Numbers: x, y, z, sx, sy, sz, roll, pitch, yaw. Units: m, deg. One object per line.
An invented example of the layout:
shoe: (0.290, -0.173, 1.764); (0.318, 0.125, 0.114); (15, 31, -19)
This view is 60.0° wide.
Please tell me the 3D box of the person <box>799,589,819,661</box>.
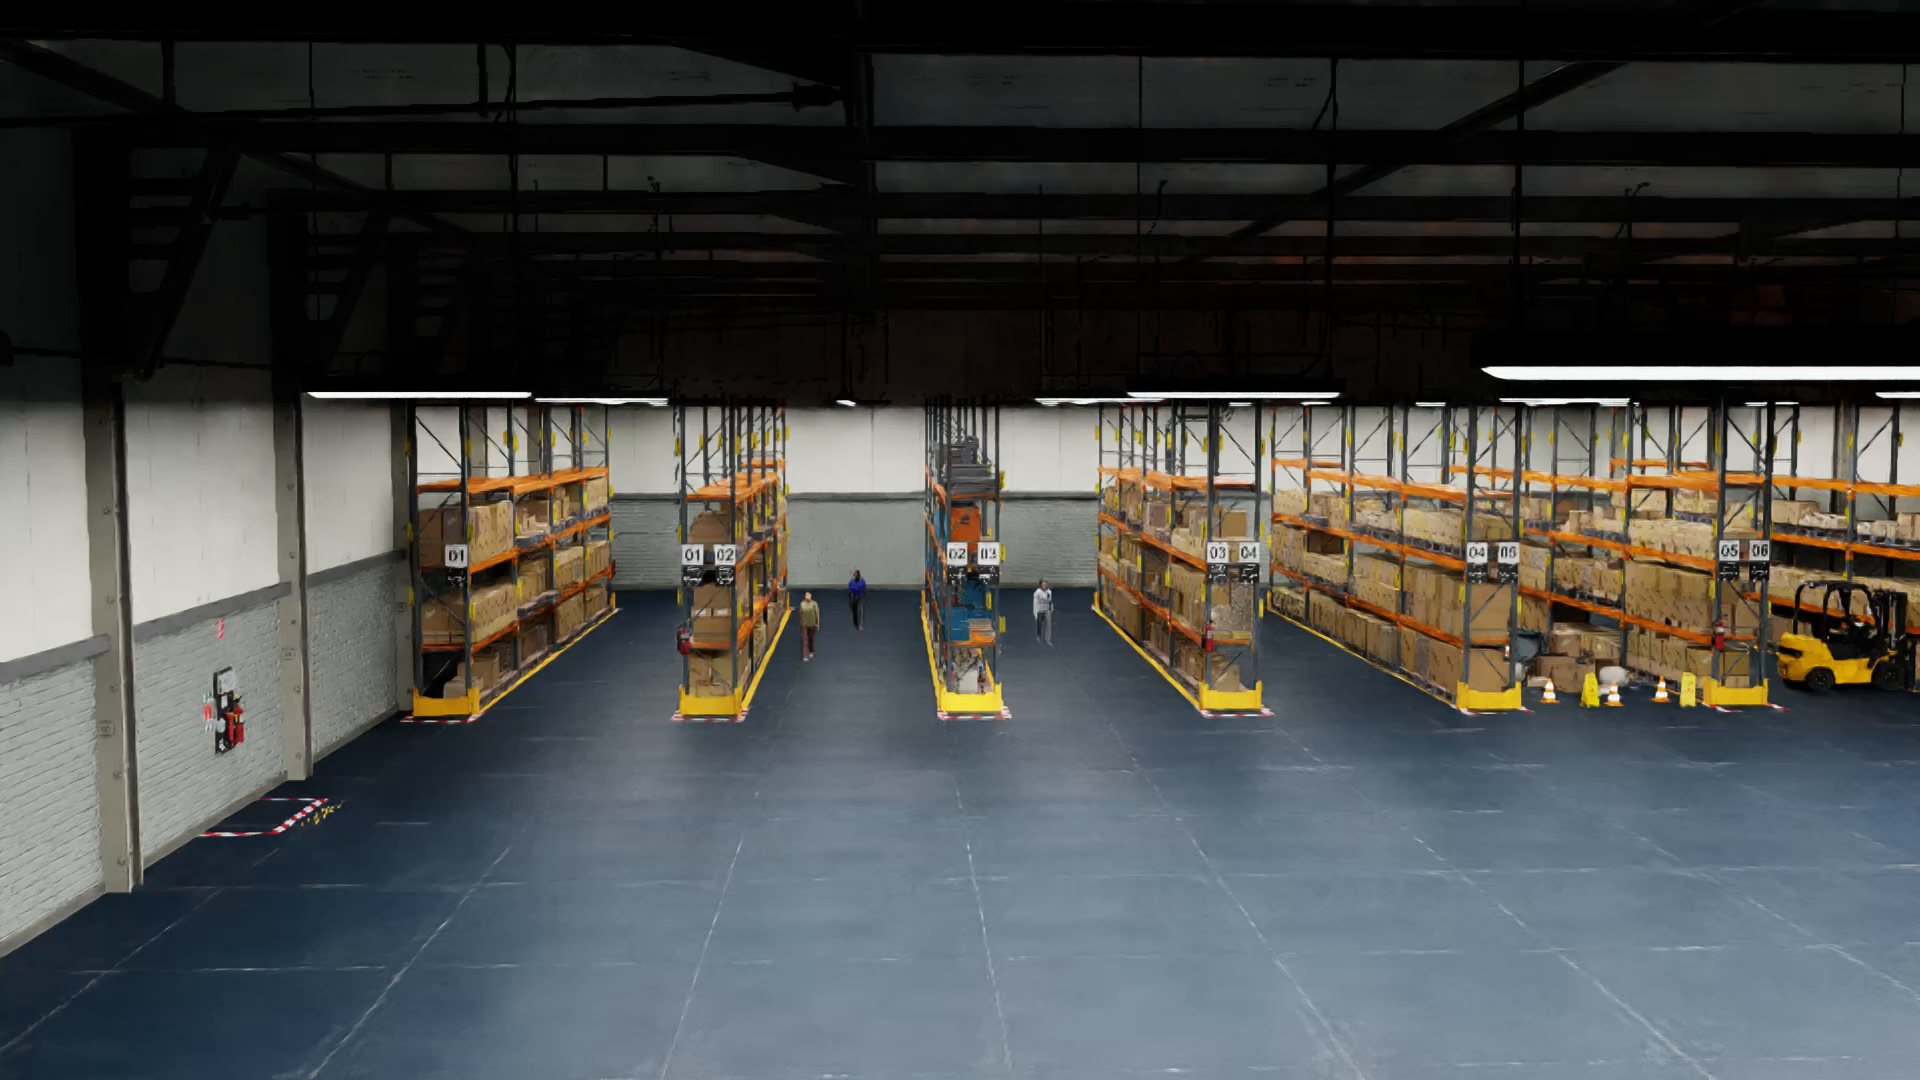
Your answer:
person: (-3.430, 1.920, 37.891); (0.456, 1.612, 1.019); (0, 5, -4)

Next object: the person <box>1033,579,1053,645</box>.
person: (2.016, 1.710, 40.432); (0.495, 1.576, 1.086); (0, 5, -1)

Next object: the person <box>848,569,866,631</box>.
person: (-2.654, 1.535, 42.887); (0.447, 1.570, 1.088); (0, 5, 0)
